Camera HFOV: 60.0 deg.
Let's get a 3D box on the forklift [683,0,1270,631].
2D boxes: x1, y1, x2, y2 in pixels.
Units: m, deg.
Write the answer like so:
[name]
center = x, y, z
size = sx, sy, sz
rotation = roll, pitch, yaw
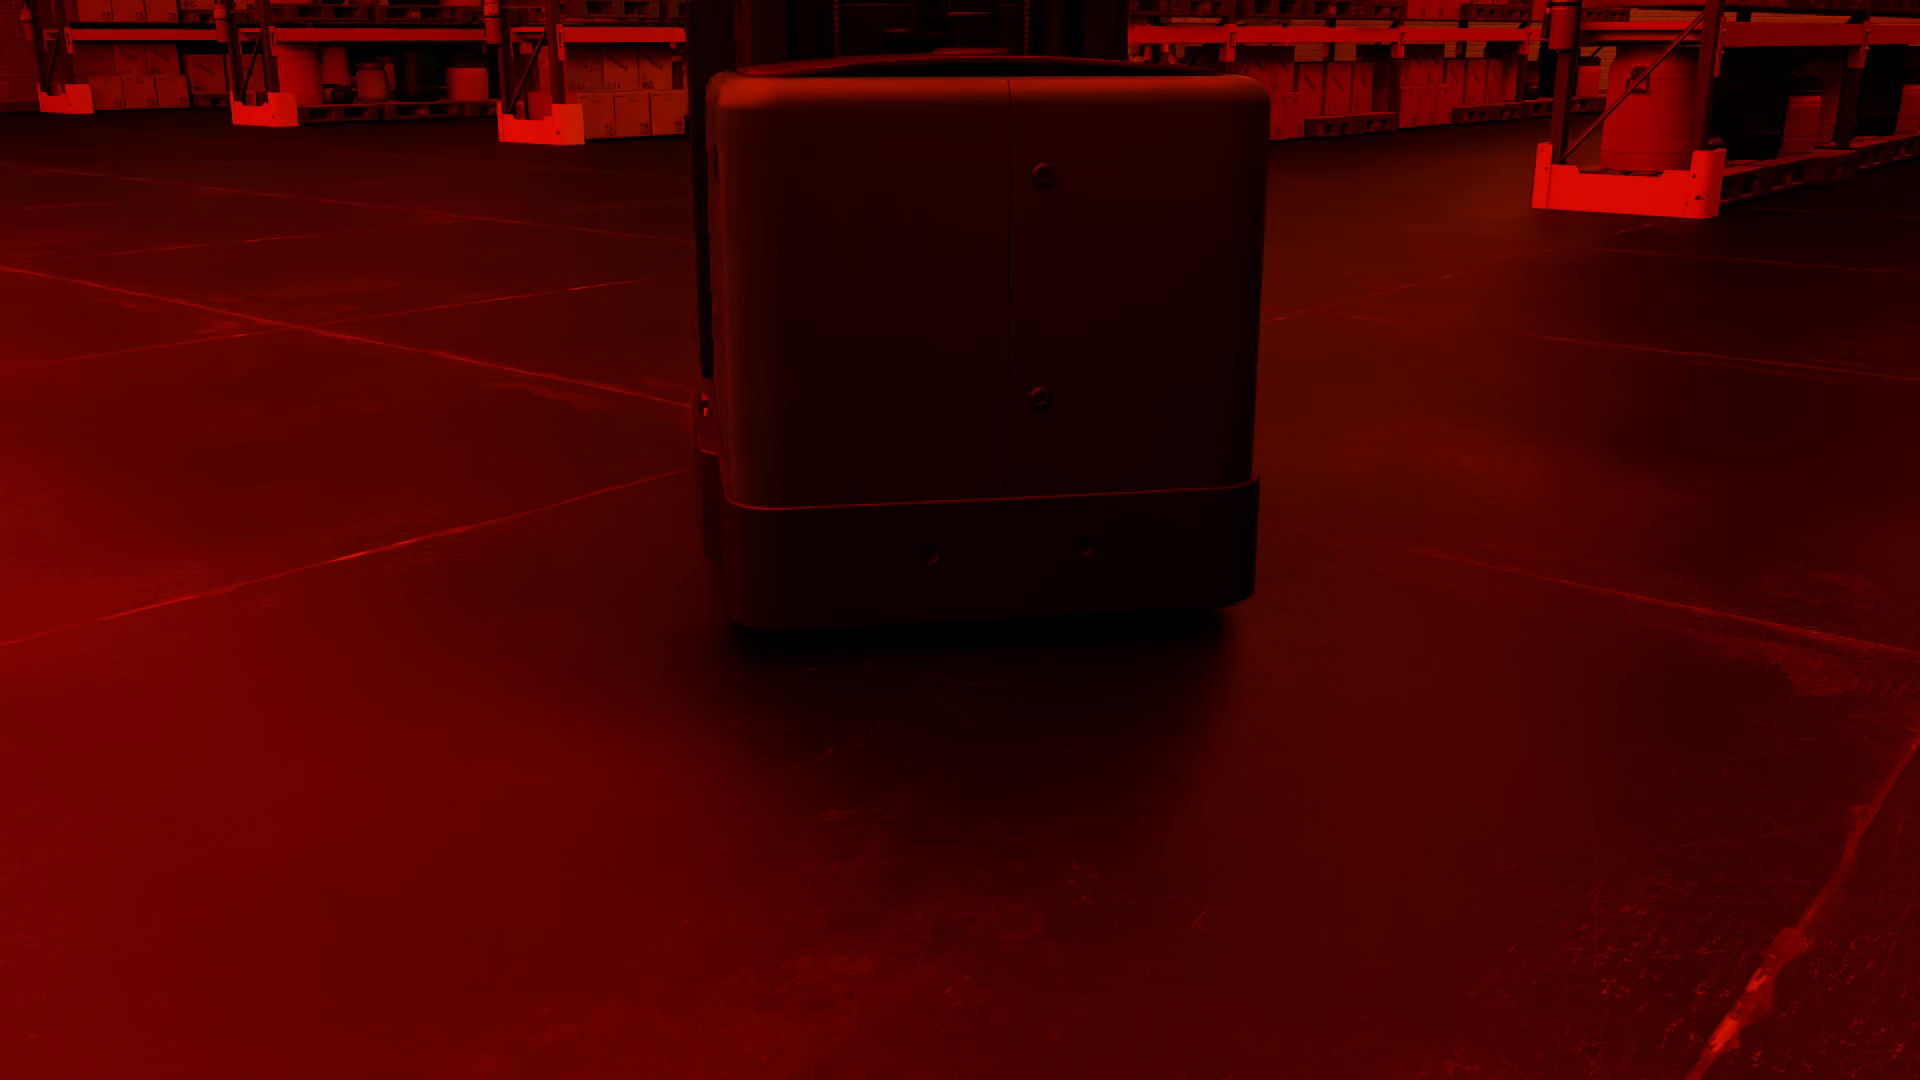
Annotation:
[forklift]
center = -0.170, -1.616, 4.220
size = 1.130, 2.935, 3.031
rotation = -3, 17, -10
